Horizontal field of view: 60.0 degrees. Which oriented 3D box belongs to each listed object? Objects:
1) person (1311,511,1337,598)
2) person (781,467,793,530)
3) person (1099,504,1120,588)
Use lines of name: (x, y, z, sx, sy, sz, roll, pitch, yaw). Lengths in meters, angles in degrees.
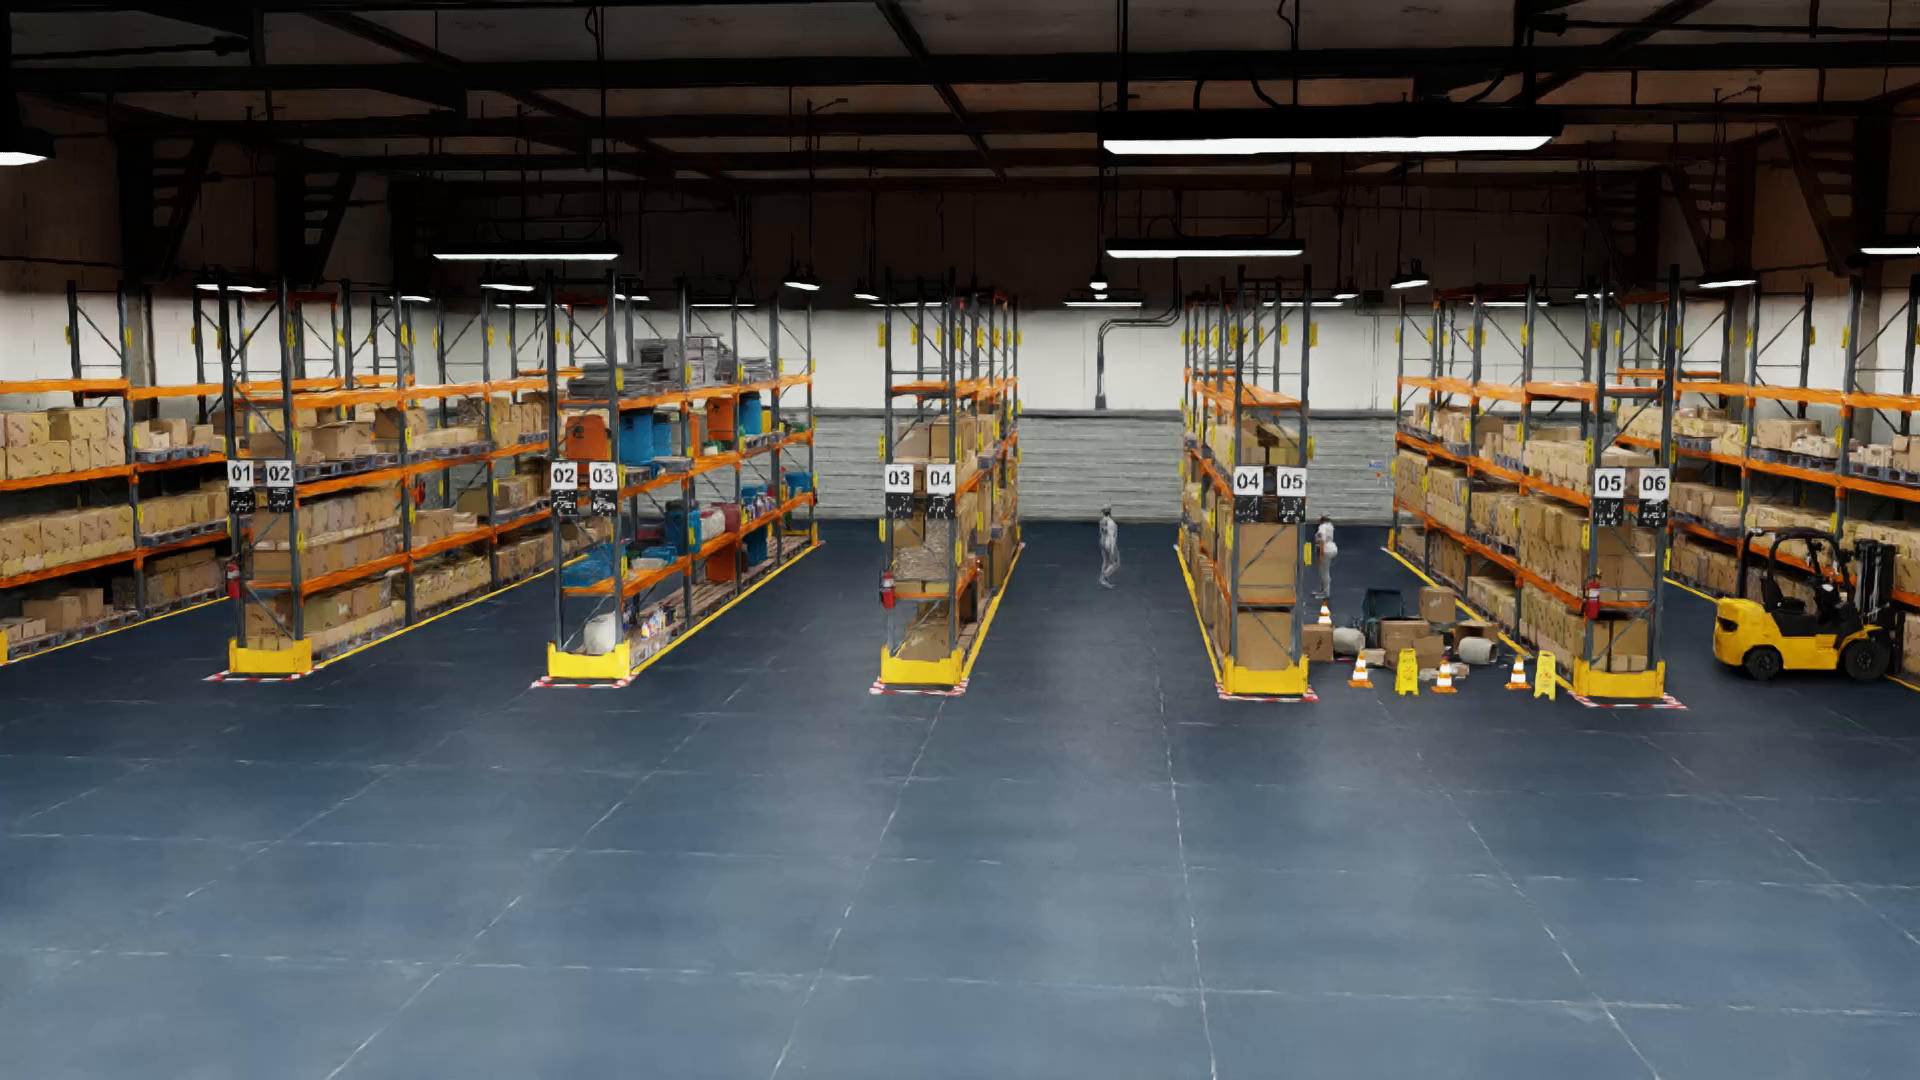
person: (7.009, 0.274, 32.118, 0.478, 1.667, 0.523, 5, 8, 35)
person: (-4.419, -0.947, 41.610, 0.529, 1.780, 0.715, 6, 9, 41)
person: (2.947, 0.127, 33.329, 0.414, 1.675, 0.517, -3, 8, -23)
